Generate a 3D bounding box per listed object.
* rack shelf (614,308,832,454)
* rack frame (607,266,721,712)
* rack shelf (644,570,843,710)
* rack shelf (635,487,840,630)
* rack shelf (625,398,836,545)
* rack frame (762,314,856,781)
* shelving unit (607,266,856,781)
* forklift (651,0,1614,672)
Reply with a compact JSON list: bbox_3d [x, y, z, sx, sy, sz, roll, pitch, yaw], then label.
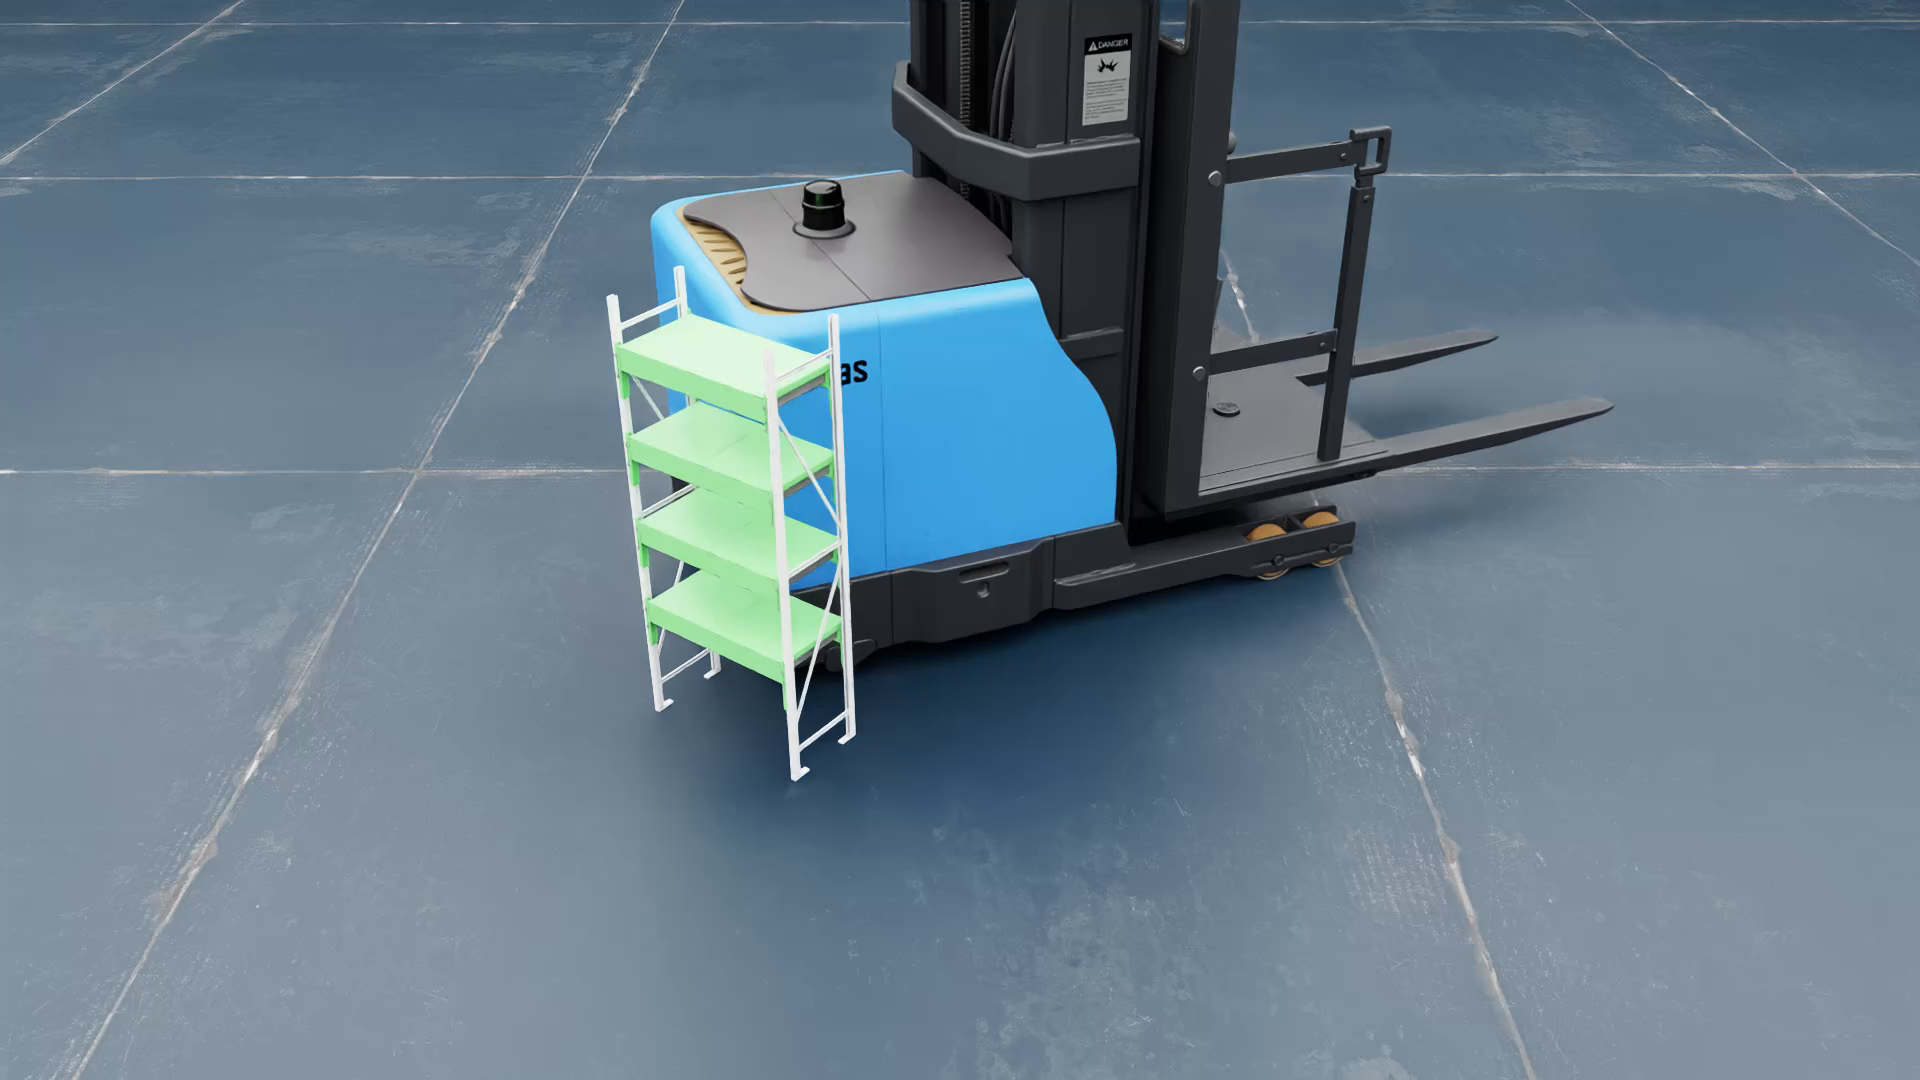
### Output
[{"bbox_3d":[-0.549,-0.381,3.920,0.480,0.148,0.258,21,37,31],"label":"rack shelf"},{"bbox_3d":[-0.746,-0.101,4.259,0.015,1.200,0.240,21,37,31],"label":"rack frame"},{"bbox_3d":[-0.549,0.234,4.293,0.480,0.148,0.258,21,37,31],"label":"rack shelf"},{"bbox_3d":[-0.549,0.029,4.168,0.480,0.148,0.258,21,37,31],"label":"rack shelf"},{"bbox_3d":[-0.549,-0.176,4.044,0.480,0.148,0.258,21,37,31],"label":"rack shelf"},{"bbox_3d":[-0.353,0.050,4.011,0.015,1.200,0.240,21,37,31],"label":"rack frame"},{"bbox_3d":[-0.549,-0.026,4.135,0.503,1.200,0.258,21,37,31],"label":"shelving unit"},{"bbox_3d":[0.665,-1.373,4.687,3.031,2.935,1.130,-12,33,-19],"label":"forklift"}]
